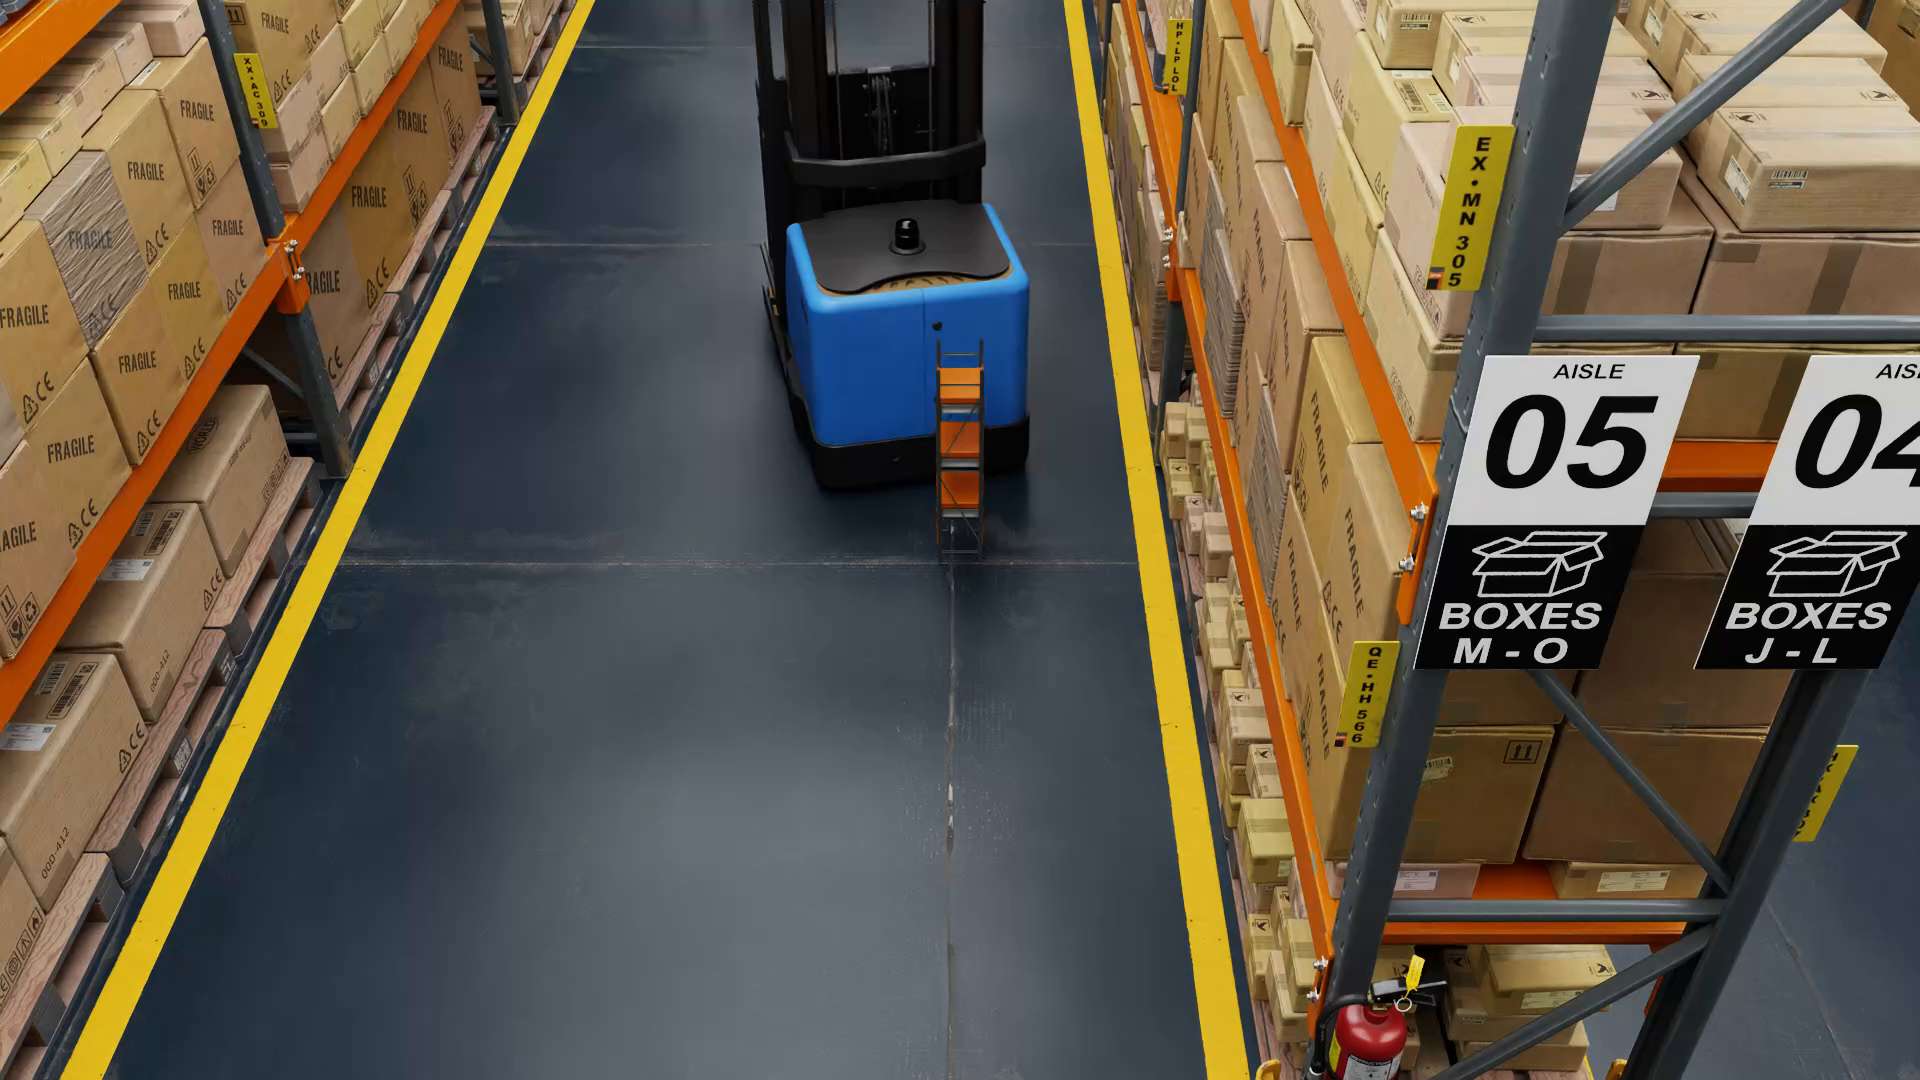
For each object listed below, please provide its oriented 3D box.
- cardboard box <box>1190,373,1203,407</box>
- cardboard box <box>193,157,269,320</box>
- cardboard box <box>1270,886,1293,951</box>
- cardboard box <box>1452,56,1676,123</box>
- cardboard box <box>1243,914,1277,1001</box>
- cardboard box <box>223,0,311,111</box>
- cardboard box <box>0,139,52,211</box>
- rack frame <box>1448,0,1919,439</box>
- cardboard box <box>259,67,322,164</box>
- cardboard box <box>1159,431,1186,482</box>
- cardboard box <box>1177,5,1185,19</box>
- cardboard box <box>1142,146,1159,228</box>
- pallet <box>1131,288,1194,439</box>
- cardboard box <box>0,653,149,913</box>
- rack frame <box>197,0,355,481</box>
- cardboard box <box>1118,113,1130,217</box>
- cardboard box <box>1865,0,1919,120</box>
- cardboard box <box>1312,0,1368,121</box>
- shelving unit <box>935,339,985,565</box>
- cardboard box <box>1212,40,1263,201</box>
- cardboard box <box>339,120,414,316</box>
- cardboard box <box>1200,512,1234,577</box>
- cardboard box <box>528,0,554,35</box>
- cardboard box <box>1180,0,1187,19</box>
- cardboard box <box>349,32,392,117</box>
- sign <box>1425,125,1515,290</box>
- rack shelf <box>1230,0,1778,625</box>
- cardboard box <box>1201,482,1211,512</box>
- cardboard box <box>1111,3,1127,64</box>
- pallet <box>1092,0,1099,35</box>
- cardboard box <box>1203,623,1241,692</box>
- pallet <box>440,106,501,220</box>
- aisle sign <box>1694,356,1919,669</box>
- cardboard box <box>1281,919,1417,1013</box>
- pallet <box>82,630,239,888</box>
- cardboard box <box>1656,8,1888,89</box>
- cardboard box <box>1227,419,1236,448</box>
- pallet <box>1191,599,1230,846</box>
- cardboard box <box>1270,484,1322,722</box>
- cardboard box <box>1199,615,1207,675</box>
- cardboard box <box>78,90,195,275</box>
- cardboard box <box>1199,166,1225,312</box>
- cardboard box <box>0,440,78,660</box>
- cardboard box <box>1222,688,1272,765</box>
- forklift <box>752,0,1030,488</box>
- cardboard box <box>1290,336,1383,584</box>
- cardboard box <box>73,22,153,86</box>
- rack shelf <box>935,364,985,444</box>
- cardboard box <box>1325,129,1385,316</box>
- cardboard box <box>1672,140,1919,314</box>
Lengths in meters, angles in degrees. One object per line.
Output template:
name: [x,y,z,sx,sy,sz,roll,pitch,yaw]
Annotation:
cardboard box: [1.256,-0.632,7.609,0.380,0.149,0.250,1,39,2]
cardboard box: [-3.231,-1.247,6.827,0.500,0.500,0.500,0,39,0]
cardboard box: [1.235,1.276,5.465,0.380,0.149,0.250,-1,39,-1]
cardboard box: [1.249,-0.887,3.461,0.380,0.149,0.250,0,39,1]
cardboard box: [1.156,1.396,5.553,0.380,0.149,0.250,1,39,1]
cardboard box: [-3.200,-2.202,7.220,0.500,0.500,0.500,0,39,0]
cardboard box: [-3.231,-1.188,5.436,0.380,0.149,0.250,-1,39,-1]
rack frame: [1.467,-1.404,2.306,1.000,3.000,0.127,0,39,0]
cardboard box: [-3.206,-1.909,7.454,0.500,0.250,0.500,-1,39,-1]
cardboard box: [1.142,-0.388,7.779,0.380,0.149,0.250,-2,39,-2]
cardboard box: [1.261,-2.486,8.081,0.380,0.149,0.250,-1,39,-2]
cardboard box: [1.222,-1.832,8.701,0.500,0.250,0.500,2,39,2]
pallet: [1.460,-0.963,8.783,1.003,0.211,1.213,0,39,0]
cardboard box: [-3.593,0.855,5.998,0.875,0.438,0.875,1,39,1]
rack frame: [-3.487,-1.498,7.220,1.000,3.000,0.127,0,39,0]
cardboard box: [1.213,-2.176,9.730,0.500,0.500,0.500,-1,39,-1]
cardboard box: [6.398,-2.909,10.345,1.225,0.875,0.875,-2,39,-2]
cardboard box: [1.212,-1.298,4.293,0.500,0.250,0.500,0,39,1]
shelving unit: [0.000,-0.376,7.380,0.215,1.050,0.252,0,39,0]
cardboard box: [1.235,-1.503,6.110,0.500,0.500,0.500,-1,39,-1]
cardboard box: [-3.577,-1.785,8.942,0.875,0.875,0.875,1,39,1]
cardboard box: [1.188,0.020,6.794,0.380,0.149,0.250,1,39,1]
cardboard box: [-3.492,-3.952,12.049,0.950,0.372,0.625,-1,39,-1]
cardboard box: [1.267,-2.607,7.994,0.380,0.149,0.250,0,39,0]
cardboard box: [-3.211,-2.358,8.414,0.500,0.250,0.500,0,39,0]
sign: [0.912,-0.591,2.982,0.100,0.325,0.005,0,39,0]
rack shelf: [1.465,-1.203,5.030,1.077,0.370,4.000,0,39,0]
cardboard box: [1.269,-0.194,7.300,0.380,0.149,0.250,0,39,0]
cardboard box: [1.217,-3.115,10.302,0.500,0.250,0.500,-2,39,-2]
pallet: [1.534,-4.232,12.862,1.003,0.211,1.213,0,39,0]
cardboard box: [1.155,0.458,6.485,0.380,0.149,0.250,0,39,0]
pallet: [-3.567,-2.418,10.598,1.003,0.211,1.213,0,39,0]
aisle sign: [1.767,-0.032,3.312,0.394,0.787,0.004,0,39,0]
cardboard box: [1.213,1.323,5.169,0.380,0.149,0.250,0,39,0]
pallet: [-3.561,0.831,6.544,1.003,0.211,1.213,0,39,0]
cardboard box: [1.785,-1.057,3.674,0.380,0.149,0.250,0,39,0]
cardboard box: [1.186,-0.465,6.133,0.380,0.149,0.250,2,39,2]
pallet: [1.503,0.709,6.697,1.003,0.211,1.213,0,39,0]
cardboard box: [1.214,0.179,4.810,0.500,0.500,0.500,-1,39,-1]
cardboard box: [1.184,0.424,6.767,0.380,0.149,0.250,-1,39,-1]
cardboard box: [-3.218,-1.315,6.112,0.500,0.500,0.500,-1,39,-1]
cardboard box: [1.219,-1.100,6.406,0.500,0.500,0.500,0,39,0]
cardboard box: [-3.207,0.030,5.234,0.500,0.500,0.500,0,39,0]
cardboard box: [1.150,0.674,5.979,0.380,0.149,0.250,1,39,2]
forklift: [-0.483,-2.317,8.297,1.130,2.935,3.031,-8,39,-10]
cardboard box: [1.217,-0.211,4.497,0.500,0.500,0.500,-1,39,-2]
cardboard box: [-3.277,-1.823,6.227,0.380,0.149,0.250,1,39,1]
rack shelf: [0.000,-0.589,7.209,0.215,0.259,0.240,0,39,0]
cardboard box: [1.194,-0.778,4.044,0.500,0.250,0.500,0,39,0]
cardboard box: [1.726,-0.651,3.485,0.500,0.250,0.500,1,39,1]
